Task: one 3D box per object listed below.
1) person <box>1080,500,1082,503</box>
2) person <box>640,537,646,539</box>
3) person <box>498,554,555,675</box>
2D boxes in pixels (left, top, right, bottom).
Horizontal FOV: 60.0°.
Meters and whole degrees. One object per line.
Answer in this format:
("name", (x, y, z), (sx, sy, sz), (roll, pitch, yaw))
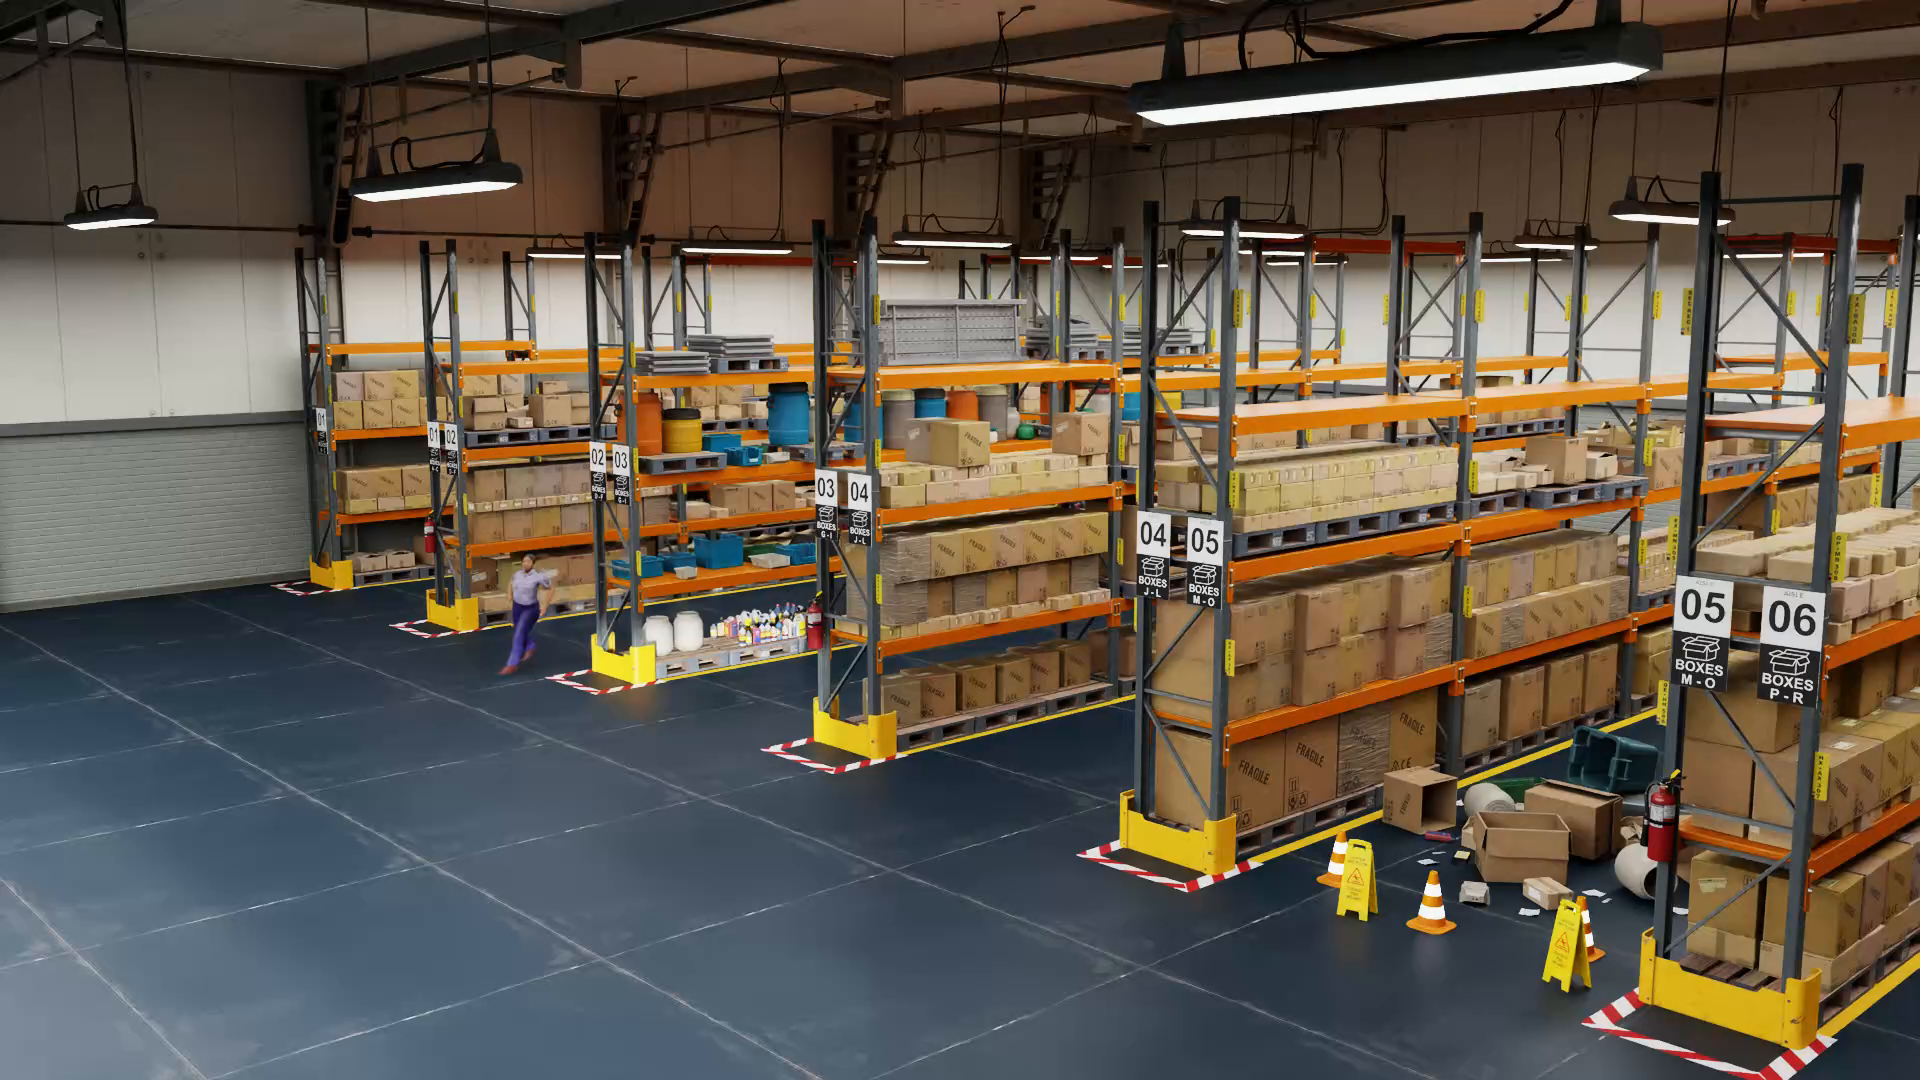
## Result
("person", (2.591, -0.501, 33.045), (0.616, 1.659, 0.743), (8, 11, 42))
("person", (-5.983, -0.193, 30.544), (0.641, 1.785, 0.702), (6, 10, 34))
("person", (-6.007, 1.001, 23.010), (0.692, 1.619, 0.926), (4, 9, 25))
